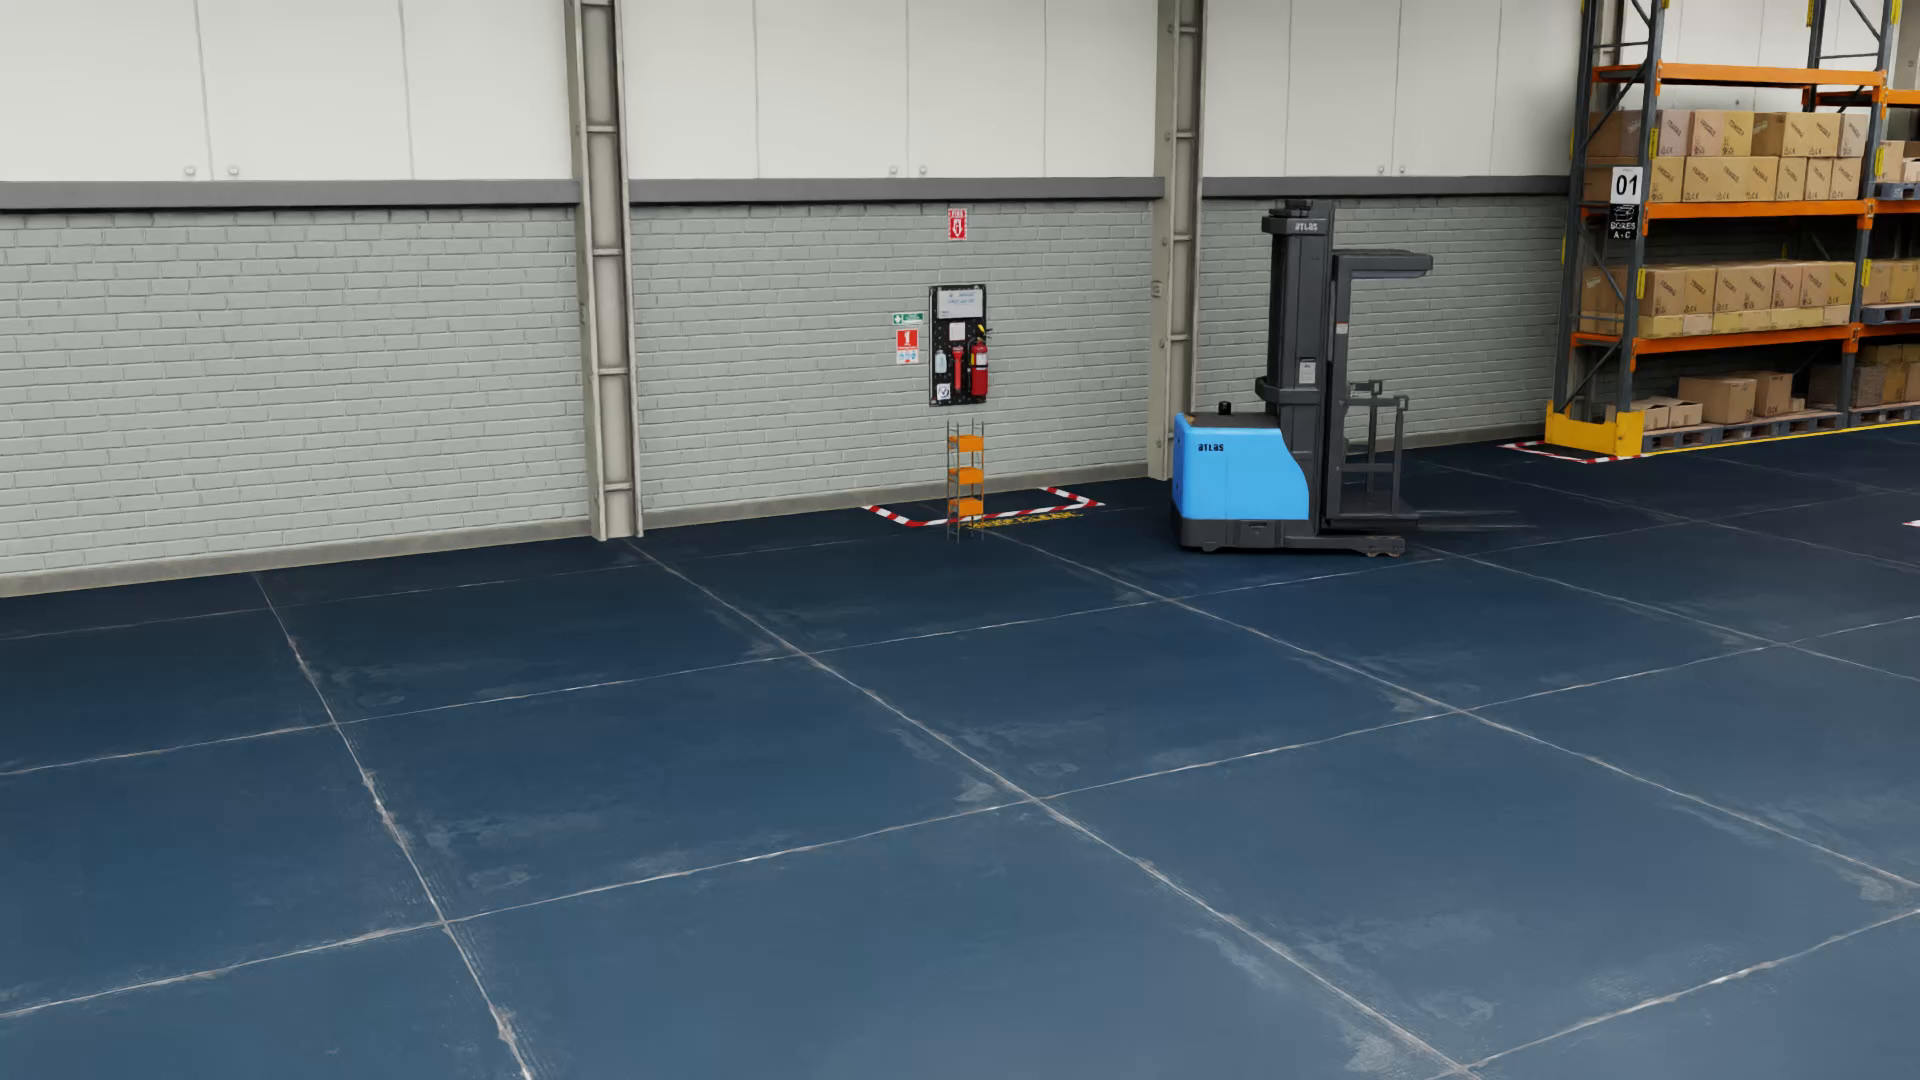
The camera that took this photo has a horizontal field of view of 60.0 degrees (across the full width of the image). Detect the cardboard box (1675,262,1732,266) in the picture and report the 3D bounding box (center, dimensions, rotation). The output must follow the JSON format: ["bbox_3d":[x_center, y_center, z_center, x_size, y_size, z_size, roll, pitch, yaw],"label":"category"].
[{"bbox_3d":[8.936,-3.076,20.035,0.500,0.500,0.500,-7,14,-27],"label":"cardboard box"}]

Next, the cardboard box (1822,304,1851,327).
[{"bbox_3d":[10.524,-2.773,20.396,0.500,0.250,0.500,-7,14,-28],"label":"cardboard box"}]

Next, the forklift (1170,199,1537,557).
[{"bbox_3d":[3.390,-1.408,14.191,3.031,2.935,1.130,0,13,2],"label":"forklift"}]

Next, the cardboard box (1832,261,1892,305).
[{"bbox_3d":[11.258,-3.255,21.012,0.500,0.500,0.700,-7,14,-28],"label":"cardboard box"}]

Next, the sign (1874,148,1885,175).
[{"bbox_3d":[11.062,-4.557,20.015,0.005,0.325,0.100,-7,14,-28],"label":"sign"}]

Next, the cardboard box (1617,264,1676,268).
[{"bbox_3d":[8.042,-2.968,19.554,0.500,0.500,0.500,-7,14,-27],"label":"cardboard box"}]

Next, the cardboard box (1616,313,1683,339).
[{"bbox_3d":[7.864,-2.451,18.963,0.500,0.250,0.500,-7,15,-29],"label":"cardboard box"}]

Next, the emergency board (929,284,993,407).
[{"bbox_3d":[0.030,-1.881,16.133,0.643,1.169,0.194,-7,14,-28],"label":"emergency board"}]

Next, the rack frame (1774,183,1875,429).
[{"bbox_3d":[10.795,-2.945,20.862,0.127,3.000,1.000,-7,14,-28],"label":"rack frame"}]

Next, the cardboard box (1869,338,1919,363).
[{"bbox_3d":[12.273,-2.489,21.820,0.500,0.250,0.500,-7,15,-29],"label":"cardboard box"}]

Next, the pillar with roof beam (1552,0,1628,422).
[{"bbox_3d":[9.547,-4.862,15.715,0.400,9.000,9.100,-7,14,-28],"label":"pillar with roof beam"}]

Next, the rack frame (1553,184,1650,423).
[{"bbox_3d":[7.284,-2.524,18.993,0.127,3.000,1.000,-7,14,-28],"label":"rack frame"}]

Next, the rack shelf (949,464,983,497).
[{"bbox_3d":[0.047,-0.507,14.521,0.240,0.259,0.215,-7,14,-28],"label":"rack shelf"}]

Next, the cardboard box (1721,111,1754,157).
[{"bbox_3d":[8.647,-4.627,18.953,0.500,0.500,0.500,-6,14,-26],"label":"cardboard box"}]

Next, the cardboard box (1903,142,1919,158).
[{"bbox_3d":[12.396,-4.834,21.240,0.500,0.500,0.500,-7,15,-30],"label":"cardboard box"}]

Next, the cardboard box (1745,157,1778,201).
[{"bbox_3d":[9.100,-4.198,19.328,0.500,0.500,0.500,-6,14,-24],"label":"cardboard box"}]

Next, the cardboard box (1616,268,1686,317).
[{"bbox_3d":[7.847,-2.819,18.890,0.500,0.500,0.500,-7,14,-28],"label":"cardboard box"}]

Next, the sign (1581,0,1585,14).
[{"bbox_3d":[7.036,-6.093,18.699,0.005,0.325,0.100,-7,14,-28],"label":"sign"}]

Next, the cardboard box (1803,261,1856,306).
[{"bbox_3d":[10.528,-3.138,20.309,0.500,0.500,0.500,-7,14,-28],"label":"cardboard box"}]

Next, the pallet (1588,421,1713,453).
[{"bbox_3d":[8.081,-1.250,19.684,1.213,0.211,1.003,-7,14,-28],"label":"pallet"}]

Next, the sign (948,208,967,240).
[{"bbox_3d":[-0.025,-3.030,15.960,0.199,0.298,0.001,-7,14,-28],"label":"sign"}]

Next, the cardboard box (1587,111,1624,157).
[{"bbox_3d":[7.537,-4.629,18.966,0.500,0.500,0.500,-6,14,-25],"label":"cardboard box"}]

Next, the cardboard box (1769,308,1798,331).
[{"bbox_3d":[9.649,-2.666,19.922,0.500,0.250,0.500,-7,14,-28],"label":"cardboard box"}]

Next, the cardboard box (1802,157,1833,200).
[{"bbox_3d":[10.020,-4.315,19.847,0.500,0.500,0.500,-8,15,-33],"label":"cardboard box"}]

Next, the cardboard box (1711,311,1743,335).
[{"bbox_3d":[8.763,-2.561,19.451,0.500,0.250,0.500,-7,15,-29],"label":"cardboard box"}]

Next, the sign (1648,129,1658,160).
[{"bbox_3d":[7.544,-4.309,18.103,0.005,0.325,0.100,-7,14,-28],"label":"sign"}]

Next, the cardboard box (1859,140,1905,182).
[{"bbox_3d":[11.313,-4.704,20.663,0.500,0.500,0.500,-5,13,-20],"label":"cardboard box"}]

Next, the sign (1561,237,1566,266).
[{"bbox_3d":[7.036,-3.352,19.315,0.005,0.325,0.100,-7,14,-28],"label":"sign"}]

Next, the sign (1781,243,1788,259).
[{"bbox_3d":[10.526,-3.616,21.209,0.005,0.325,0.100,-7,14,-28],"label":"sign"}]

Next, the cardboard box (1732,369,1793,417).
[{"bbox_3d":[9.903,-1.823,20.569,0.500,0.500,0.500,-8,15,-32],"label":"cardboard box"}]

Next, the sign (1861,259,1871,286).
[{"bbox_3d":[11.062,-3.263,20.306,0.005,0.325,0.100,-7,14,-28],"label":"sign"}]

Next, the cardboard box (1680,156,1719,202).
[{"bbox_3d":[8.186,-4.083,18.813,0.500,0.500,0.500,-6,14,-24],"label":"cardboard box"}]

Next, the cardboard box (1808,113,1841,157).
[{"bbox_3d":[10.006,-4.790,19.677,0.500,0.500,0.500,-6,14,-25],"label":"cardboard box"}]

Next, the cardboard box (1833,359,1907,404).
[{"bbox_3d":[11.863,-2.085,21.731,0.500,0.500,0.700,-7,15,-29],"label":"cardboard box"}]

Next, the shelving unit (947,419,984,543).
[{"bbox_3d":[0.047,-0.518,14.519,0.252,1.050,0.215,-7,14,-28],"label":"shelving unit"}]

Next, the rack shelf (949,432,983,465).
[{"bbox_3d":[0.047,-0.784,14.459,0.240,0.259,0.215,-7,14,-28],"label":"rack shelf"}]

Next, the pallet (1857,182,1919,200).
[{"bbox_3d":[11.388,-4.361,20.751,1.003,0.211,1.213,-7,14,-28],"label":"pallet"}]

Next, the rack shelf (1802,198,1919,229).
[{"bbox_3d":[12.550,-4.268,21.547,4.000,0.370,1.077,-7,14,-28],"label":"rack shelf"}]

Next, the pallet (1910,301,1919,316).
[{"bbox_3d":[12.588,-3.056,21.793,1.213,0.211,1.003,-7,14,-28],"label":"pallet"}]

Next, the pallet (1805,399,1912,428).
[{"bbox_3d":[11.478,-1.667,21.534,1.213,0.211,1.003,-7,14,-28],"label":"pallet"}]

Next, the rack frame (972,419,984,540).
[{"bbox_3d":[0.154,-0.531,14.576,0.008,1.050,0.200,-7,14,-28],"label":"rack frame"}]

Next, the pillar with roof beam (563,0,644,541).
[{"bbox_3d":[-0.986,-3.599,10.106,0.400,9.000,9.100,-7,14,-28],"label":"pillar with roof beam"}]

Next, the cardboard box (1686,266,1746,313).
[{"bbox_3d":[8.742,-2.922,19.349,0.500,0.500,0.500,-7,15,-30],"label":"cardboard box"}]

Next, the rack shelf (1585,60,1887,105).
[{"bbox_3d":[9.039,-5.309,19.348,4.000,0.370,1.077,-7,14,-28],"label":"rack shelf"}]

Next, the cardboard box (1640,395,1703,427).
[{"bbox_3d":[8.435,-1.542,19.752,0.500,0.311,0.500,-6,14,-23],"label":"cardboard box"}]

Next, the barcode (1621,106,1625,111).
[{"bbox_3d":[7.668,-4.988,19.237,0.075,0.075,0.001,-7,14,-28],"label":"barcode"}]

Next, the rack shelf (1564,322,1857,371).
[{"bbox_3d":[9.039,-2.383,20.007,4.000,0.370,1.077,-7,14,-28],"label":"rack shelf"}]

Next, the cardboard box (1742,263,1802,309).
[{"bbox_3d":[9.646,-3.033,19.844,0.500,0.500,0.500,-7,15,-29],"label":"cardboard box"}]

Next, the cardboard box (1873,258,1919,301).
[{"bbox_3d":[12.315,-3.388,21.602,0.500,0.500,0.700,-5,14,-20],"label":"cardboard box"}]

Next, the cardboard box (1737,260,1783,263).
[{"bbox_3d":[9.826,-3.184,20.515,0.500,0.500,0.500,-7,14,-28],"label":"cardboard box"}]

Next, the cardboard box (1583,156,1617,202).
[{"bbox_3d":[7.529,-4.139,19.062,0.500,0.500,0.500,-6,14,-24],"label":"cardboard box"}]

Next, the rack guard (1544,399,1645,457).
[{"bbox_3d":[7.351,-1.313,19.303,0.348,0.500,1.175,-7,14,-28],"label":"rack guard"}]

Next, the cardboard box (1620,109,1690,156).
[{"bbox_3d":[7.738,-4.527,18.513,0.500,0.500,0.500,-8,15,-32],"label":"cardboard box"}]
